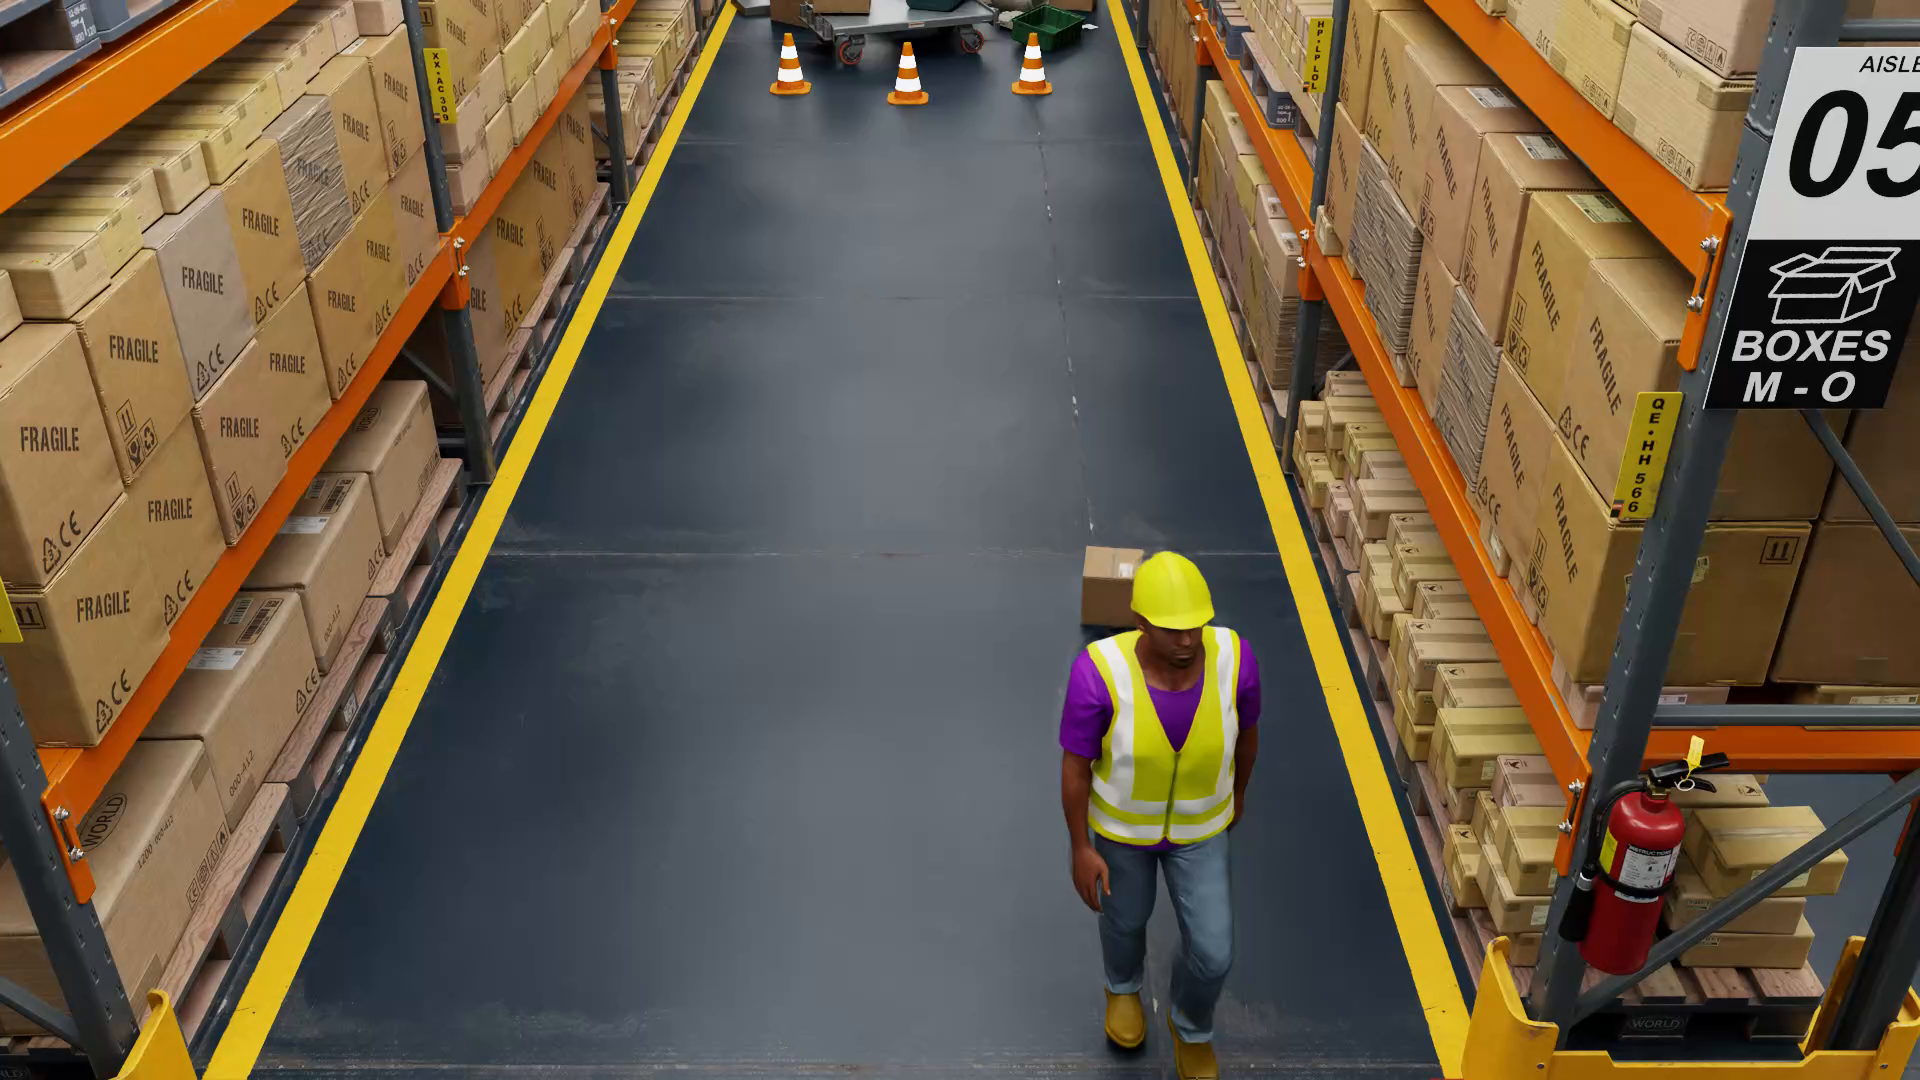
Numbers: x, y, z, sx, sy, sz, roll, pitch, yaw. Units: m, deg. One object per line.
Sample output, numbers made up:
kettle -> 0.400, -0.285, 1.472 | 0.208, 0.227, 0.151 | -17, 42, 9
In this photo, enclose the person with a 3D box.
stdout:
person -> 0.564, 0.830, 4.757 | 0.584, 1.810, 0.529 | -1, 31, -2
